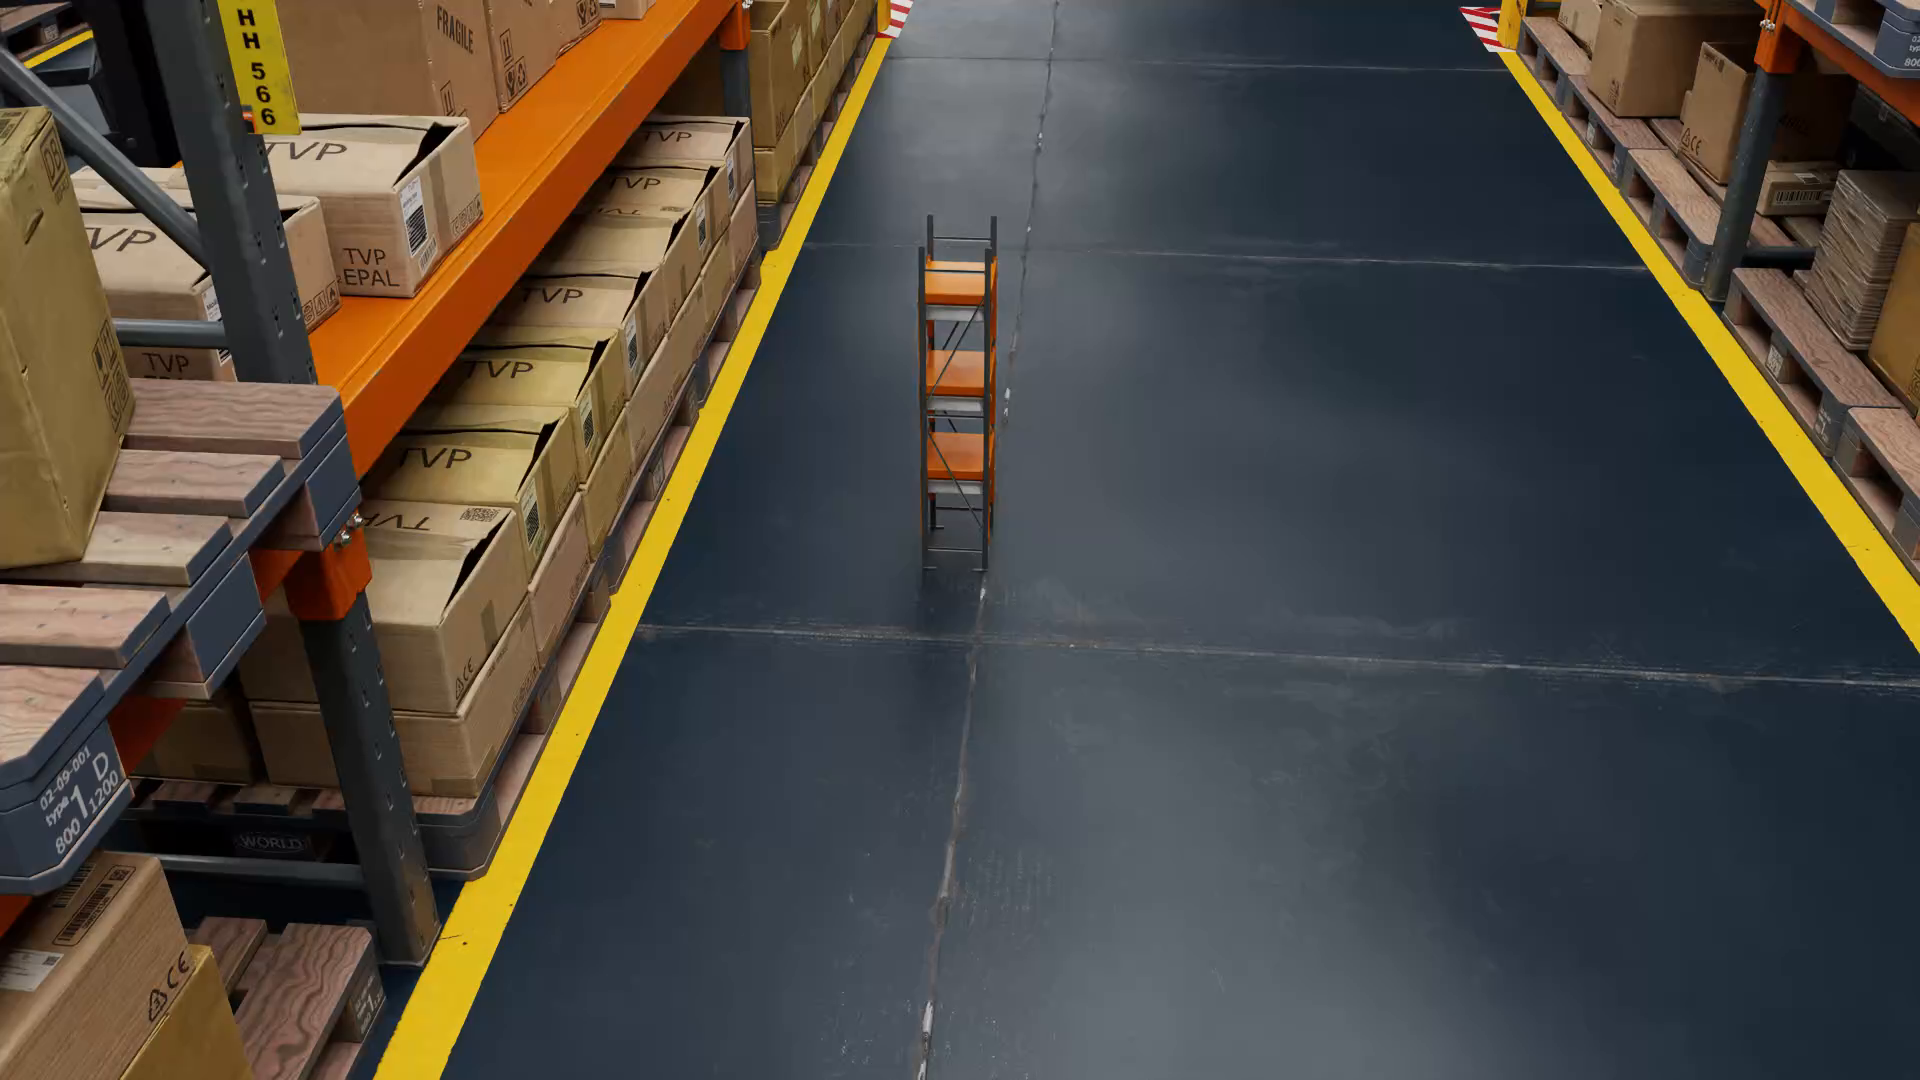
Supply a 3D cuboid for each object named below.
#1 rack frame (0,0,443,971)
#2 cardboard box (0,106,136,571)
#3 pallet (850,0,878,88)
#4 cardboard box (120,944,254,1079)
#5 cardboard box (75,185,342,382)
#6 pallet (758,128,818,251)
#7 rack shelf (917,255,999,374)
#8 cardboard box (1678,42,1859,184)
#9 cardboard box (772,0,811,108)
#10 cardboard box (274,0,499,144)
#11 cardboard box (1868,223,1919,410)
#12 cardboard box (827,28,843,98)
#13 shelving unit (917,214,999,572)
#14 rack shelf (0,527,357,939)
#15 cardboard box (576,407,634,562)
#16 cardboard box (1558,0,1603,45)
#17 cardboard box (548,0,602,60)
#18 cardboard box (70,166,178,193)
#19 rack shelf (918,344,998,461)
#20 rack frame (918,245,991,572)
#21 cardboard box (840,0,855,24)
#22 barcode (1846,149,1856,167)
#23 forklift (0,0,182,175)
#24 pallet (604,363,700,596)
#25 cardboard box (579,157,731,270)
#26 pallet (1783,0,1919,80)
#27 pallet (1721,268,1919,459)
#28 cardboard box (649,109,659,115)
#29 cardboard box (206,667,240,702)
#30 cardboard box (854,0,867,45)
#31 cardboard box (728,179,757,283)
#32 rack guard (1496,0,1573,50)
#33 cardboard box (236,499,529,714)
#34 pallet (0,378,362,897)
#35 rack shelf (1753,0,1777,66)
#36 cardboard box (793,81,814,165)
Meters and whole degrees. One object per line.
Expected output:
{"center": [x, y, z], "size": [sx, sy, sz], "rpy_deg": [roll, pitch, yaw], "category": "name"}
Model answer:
{"center": [-1.686, -0.374, 2.998], "size": [1.000, 3.000, 0.127], "rpy_deg": [2, 32, 4], "category": "rack frame"}
{"center": [-1.625, -0.261, 2.319], "size": [0.700, 0.500, 0.500], "rpy_deg": [-8, 33, -13], "category": "cardboard box"}
{"center": [-1.055, -2.968, 9.865], "size": [1.003, 0.211, 1.213], "rpy_deg": [2, 32, 4], "category": "pallet"}
{"center": [-1.528, 1.002, 2.728], "size": [0.500, 0.500, 0.500], "rpy_deg": [4, 32, 6], "category": "cardboard box"}
{"center": [-1.613, -0.524, 3.326], "size": [0.500, 0.311, 0.500], "rpy_deg": [4, 32, 7], "category": "cardboard box"}
{"center": [-1.254, -1.692, 7.795], "size": [1.003, 0.211, 1.213], "rpy_deg": [2, 32, 4], "category": "pallet"}
{"center": [-0.004, -0.652, 4.786], "size": [0.215, 0.259, 0.240], "rpy_deg": [2, 32, 4], "category": "rack shelf"}
{"center": [3.622, -1.923, 7.475], "size": [0.500, 0.500, 0.500], "rpy_deg": [0, 32, 0], "category": "cardboard box"}
{"center": [-0.978, -2.284, 7.603], "size": [0.500, 0.500, 0.500], "rpy_deg": [2, 32, 4], "category": "cardboard box"}
{"center": [-1.566, -1.294, 4.396], "size": [0.500, 0.500, 0.500], "rpy_deg": [1, 32, 1], "category": "cardboard box"}
{"center": [3.542, -0.721, 5.524], "size": [0.700, 0.500, 0.500], "rpy_deg": [2, 32, 3], "category": "cardboard box"}
{"center": [-0.894, -2.487, 8.648], "size": [0.500, 0.250, 0.500], "rpy_deg": [2, 32, 4], "category": "cardboard box"}
{"center": [-0.004, -0.419, 4.929], "size": [0.215, 1.050, 0.252], "rpy_deg": [2, 32, 4], "category": "shelving unit"}
{"center": [-1.849, 0.978, 1.489], "size": [1.077, 0.370, 4.000], "rpy_deg": [2, 32, 4], "category": "rack shelf"}
{"center": [-1.275, -0.178, 4.901], "size": [0.500, 0.250, 0.500], "rpy_deg": [2, 32, 3], "category": "cardboard box"}
{"center": [3.757, -3.032, 9.454], "size": [0.500, 0.311, 0.500], "rpy_deg": [-1, 32, -2], "category": "cardboard box"}
{"center": [-1.482, -1.832, 5.268], "size": [0.500, 0.500, 0.500], "rpy_deg": [5, 32, 8], "category": "cardboard box"}
{"center": [-1.888, -0.749, 3.846], "size": [0.380, 0.149, 0.250], "rpy_deg": [2, 32, 4], "category": "cardboard box"}
{"center": [-0.004, -0.410, 4.935], "size": [0.215, 0.259, 0.240], "rpy_deg": [2, 32, 4], "category": "rack shelf"}
{"center": [-0.014, -0.355, 4.826], "size": [0.200, 1.050, 0.008], "rpy_deg": [2, 32, 4], "category": "rack frame"}
{"center": [-0.849, -3.068, 8.875], "size": [0.500, 0.500, 0.500], "rpy_deg": [2, 32, 4], "category": "cardboard box"}
{"center": [3.945, -1.691, 7.366], "size": [0.001, 0.075, 0.075], "rpy_deg": [2, 32, 4], "category": "barcode"}
{"center": [-3.518, -2.312, 6.209], "size": [3.031, 2.935, 1.130], "rpy_deg": [-12, 34, -18], "category": "forklift"}
{"center": [-1.478, -0.252, 5.457], "size": [1.003, 0.211, 1.213], "rpy_deg": [2, 32, 4], "category": "pallet"}
{"center": [-1.144, -1.216, 6.050], "size": [0.500, 0.311, 0.500], "rpy_deg": [3, 32, 5], "category": "cardboard box"}
{"center": [3.370, -1.781, 5.463], "size": [1.003, 0.211, 1.213], "rpy_deg": [2, 32, 4], "category": "pallet"}
{"center": [3.515, -0.662, 6.122], "size": [1.003, 0.211, 1.213], "rpy_deg": [2, 32, 4], "category": "pallet"}
{"center": [-1.541, -1.725, 7.411], "size": [0.500, 0.250, 0.500], "rpy_deg": [2, 32, 4], "category": "cardboard box"}
{"center": [-1.889, 0.095, 3.923], "size": [0.500, 0.311, 0.500], "rpy_deg": [3, 32, 5], "category": "cardboard box"}
{"center": [-0.813, -3.010, 9.496], "size": [0.500, 0.250, 0.500], "rpy_deg": [2, 32, 4], "category": "cardboard box"}
{"center": [-1.105, -1.244, 6.631], "size": [0.500, 0.250, 0.500], "rpy_deg": [2, 32, 4], "category": "cardboard box"}
{"center": [3.896, -3.244, 10.037], "size": [1.175, 0.500, 0.348], "rpy_deg": [2, 32, 4], "category": "rack guard"}
{"center": [-1.351, 0.118, 3.886], "size": [0.500, 0.311, 0.500], "rpy_deg": [3, 32, 6], "category": "cardboard box"}
{"center": [-1.671, 0.065, 2.468], "size": [1.213, 0.211, 1.003], "rpy_deg": [2, 32, 4], "category": "pallet"}
{"center": [3.740, -2.995, 7.937], "size": [1.077, 0.370, 4.000], "rpy_deg": [2, 32, 4], "category": "rack shelf"}
{"center": [-0.975, -1.964, 7.799], "size": [0.500, 0.250, 0.500], "rpy_deg": [2, 32, 4], "category": "cardboard box"}
